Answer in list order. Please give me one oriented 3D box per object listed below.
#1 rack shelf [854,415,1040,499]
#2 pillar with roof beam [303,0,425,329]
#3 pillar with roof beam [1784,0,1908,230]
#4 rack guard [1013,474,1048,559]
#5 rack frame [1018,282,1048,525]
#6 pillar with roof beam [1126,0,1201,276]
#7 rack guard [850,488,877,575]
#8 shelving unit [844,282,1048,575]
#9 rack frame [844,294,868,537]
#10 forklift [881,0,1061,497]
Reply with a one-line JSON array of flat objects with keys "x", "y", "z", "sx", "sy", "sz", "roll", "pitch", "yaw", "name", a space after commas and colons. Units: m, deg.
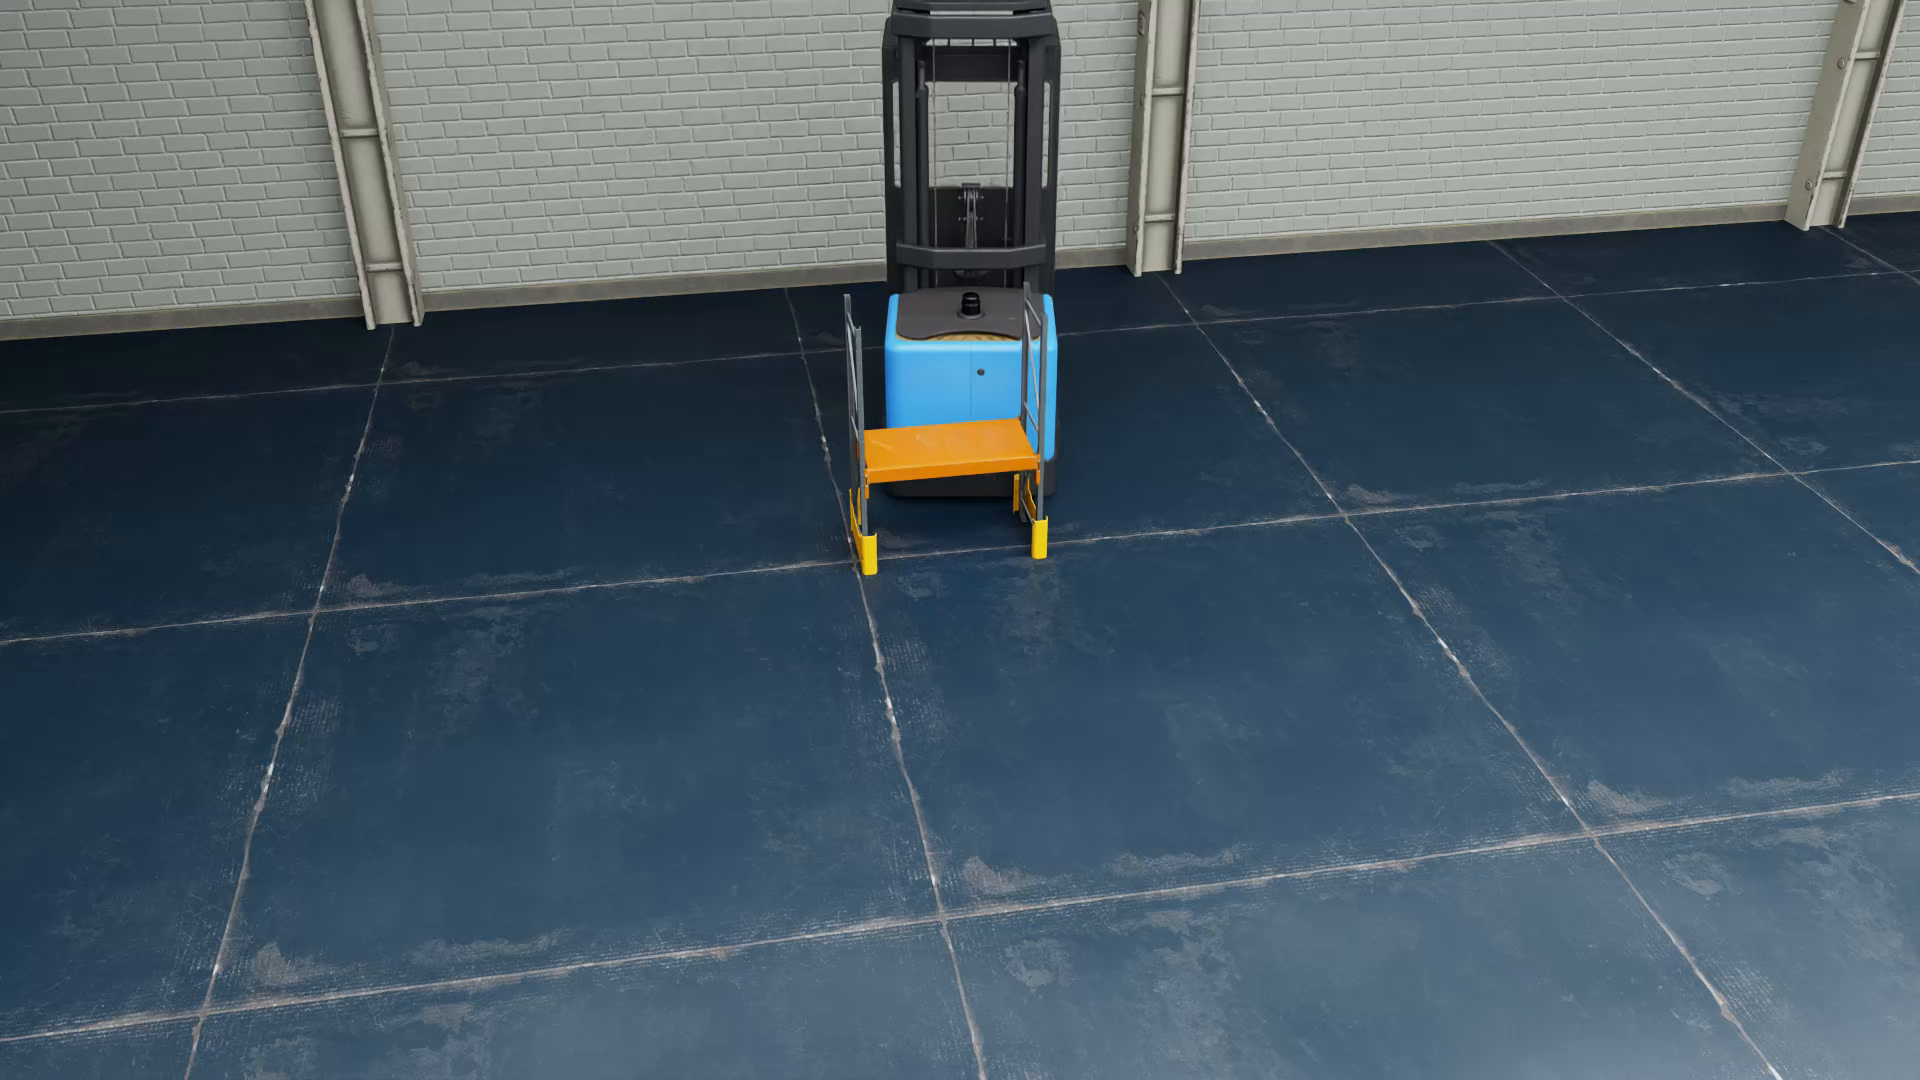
[{"x": -0.084, "y": -0.484, "z": 9.562, "sx": 1.000, "sy": 0.185, "sz": 0.538, "roll": -5, "pitch": 31, "yaw": -9, "name": "rack shelf"}, {"x": -3.541, "y": -3.420, "z": 6.803, "sx": 0.400, "sy": 9.000, "sz": 9.100, "roll": -5, "pitch": 31, "yaw": -9, "name": "pillar with roof beam"}, {"x": 8.263, "y": -4.516, "z": 8.666, "sx": 0.400, "sy": 9.000, "sz": 9.100, "roll": -5, "pitch": 31, "yaw": -9, "name": "pillar with roof beam"}, {"x": 0.415, "y": -0.146, "z": 9.867, "sx": 0.087, "sy": 0.250, "sz": 0.587, "roll": -5, "pitch": 31, "yaw": -9, "name": "rack guard"}, {"x": 0.416, "y": -0.685, "z": 9.550, "sx": 0.032, "sy": 1.500, "sz": 0.500, "roll": -5, "pitch": 31, "yaw": -9, "name": "rack frame"}, {"x": 2.361, "y": -3.968, "z": 7.734, "sx": 0.400, "sy": 9.000, "sz": 9.100, "roll": -5, "pitch": 31, "yaw": -9, "name": "pillar with roof beam"}, {"x": -0.565, "y": -0.055, "z": 9.712, "sx": 0.087, "sy": 0.250, "sz": 0.587, "roll": -5, "pitch": 31, "yaw": -9, "name": "rack guard"}, {"x": -0.075, "y": -0.640, "z": 9.472, "sx": 1.083, "sy": 1.500, "sz": 0.587, "roll": -5, "pitch": 31, "yaw": -9, "name": "shelving unit"}, {"x": -0.584, "y": -0.592, "z": 9.392, "sx": 0.032, "sy": 1.500, "sz": 0.500, "roll": -5, "pitch": 31, "yaw": -9, "name": "rack frame"}, {"x": 0.069, "y": -2.233, "z": 10.771, "sx": 1.130, "sy": 2.935, "sz": 3.031, "roll": 0, "pitch": 30, "yaw": 0, "name": "forklift"}]
